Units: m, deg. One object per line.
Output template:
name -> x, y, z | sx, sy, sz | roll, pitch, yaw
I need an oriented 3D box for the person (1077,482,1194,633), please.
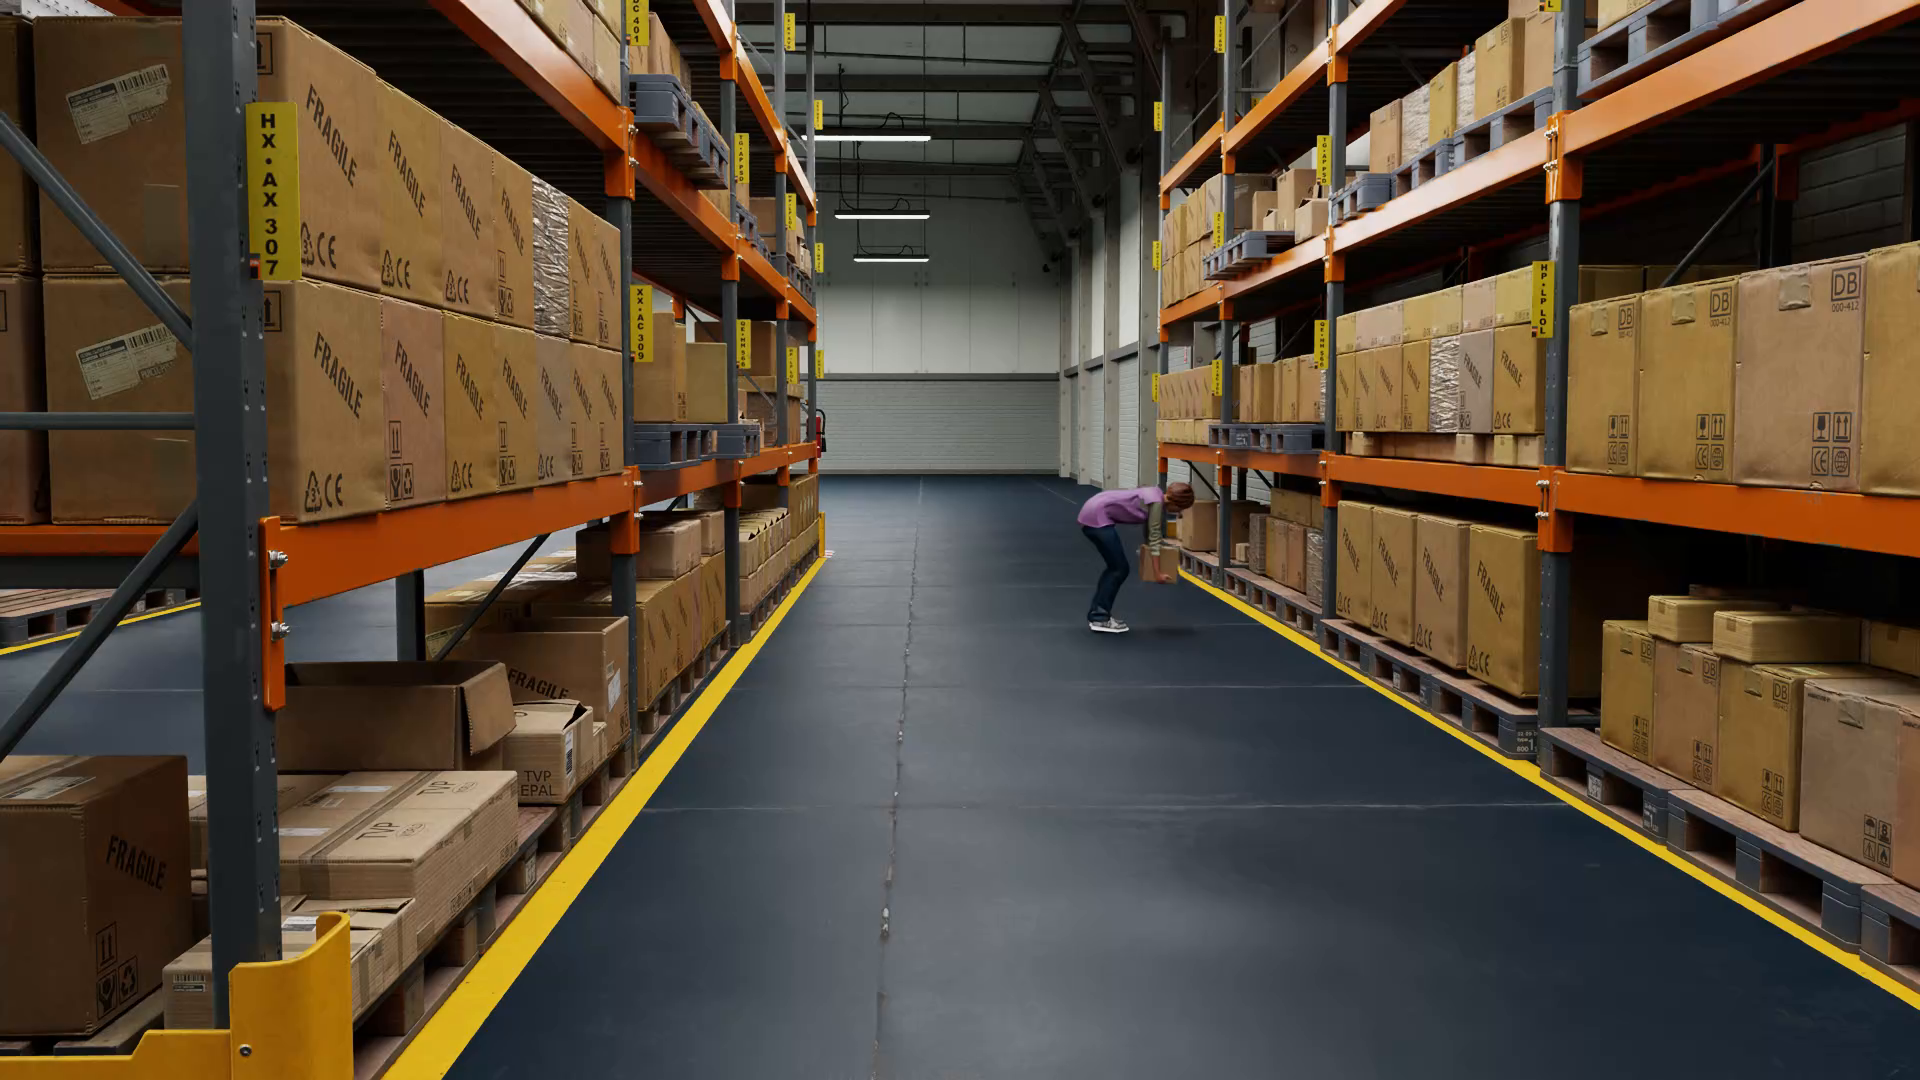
person -> 1.287, 0.121, 12.156 | 0.858, 1.093, 0.376 | 0, 4, -3
